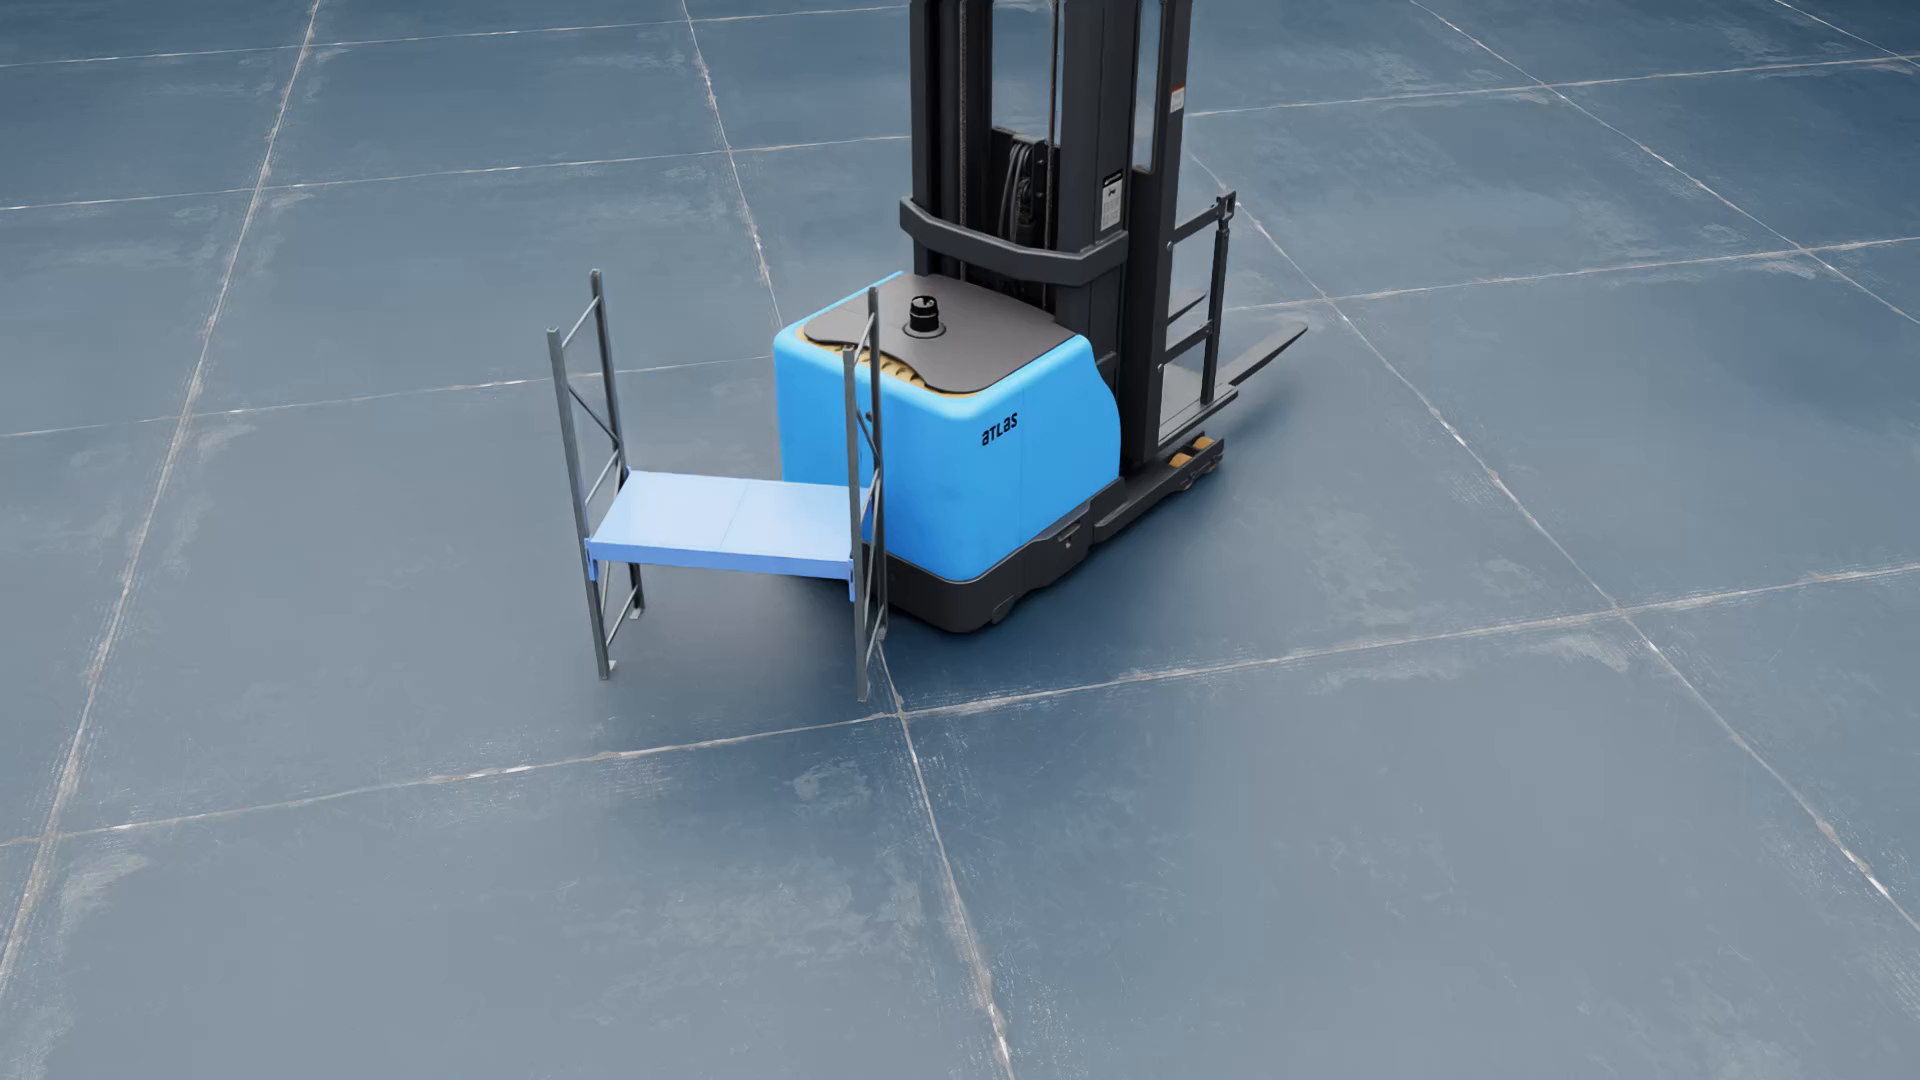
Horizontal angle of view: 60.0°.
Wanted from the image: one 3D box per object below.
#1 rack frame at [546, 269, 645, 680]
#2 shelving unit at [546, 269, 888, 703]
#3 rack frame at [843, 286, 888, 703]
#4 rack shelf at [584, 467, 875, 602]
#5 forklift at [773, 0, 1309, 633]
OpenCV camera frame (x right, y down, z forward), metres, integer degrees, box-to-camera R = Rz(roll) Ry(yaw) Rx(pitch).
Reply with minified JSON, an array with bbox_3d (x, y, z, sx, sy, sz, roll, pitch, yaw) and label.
[{"bbox_3d":[-1.347,-0.218,6.229,0.032,1.500,0.500,4,34,6],"label":"rack frame"},{"bbox_3d":[-0.843,-0.180,6.172,1.048,1.500,0.538,4,34,6],"label":"shelving unit"},{"bbox_3d":[-0.339,-0.142,6.115,0.032,1.500,0.500,4,34,6],"label":"rack frame"},{"bbox_3d":[-0.843,-0.030,6.272,1.000,0.185,0.538,4,34,6],"label":"rack shelf"},{"bbox_3d":[0.569,-1.604,7.009,1.130,2.935,3.031,25,41,32],"label":"forklift"}]
